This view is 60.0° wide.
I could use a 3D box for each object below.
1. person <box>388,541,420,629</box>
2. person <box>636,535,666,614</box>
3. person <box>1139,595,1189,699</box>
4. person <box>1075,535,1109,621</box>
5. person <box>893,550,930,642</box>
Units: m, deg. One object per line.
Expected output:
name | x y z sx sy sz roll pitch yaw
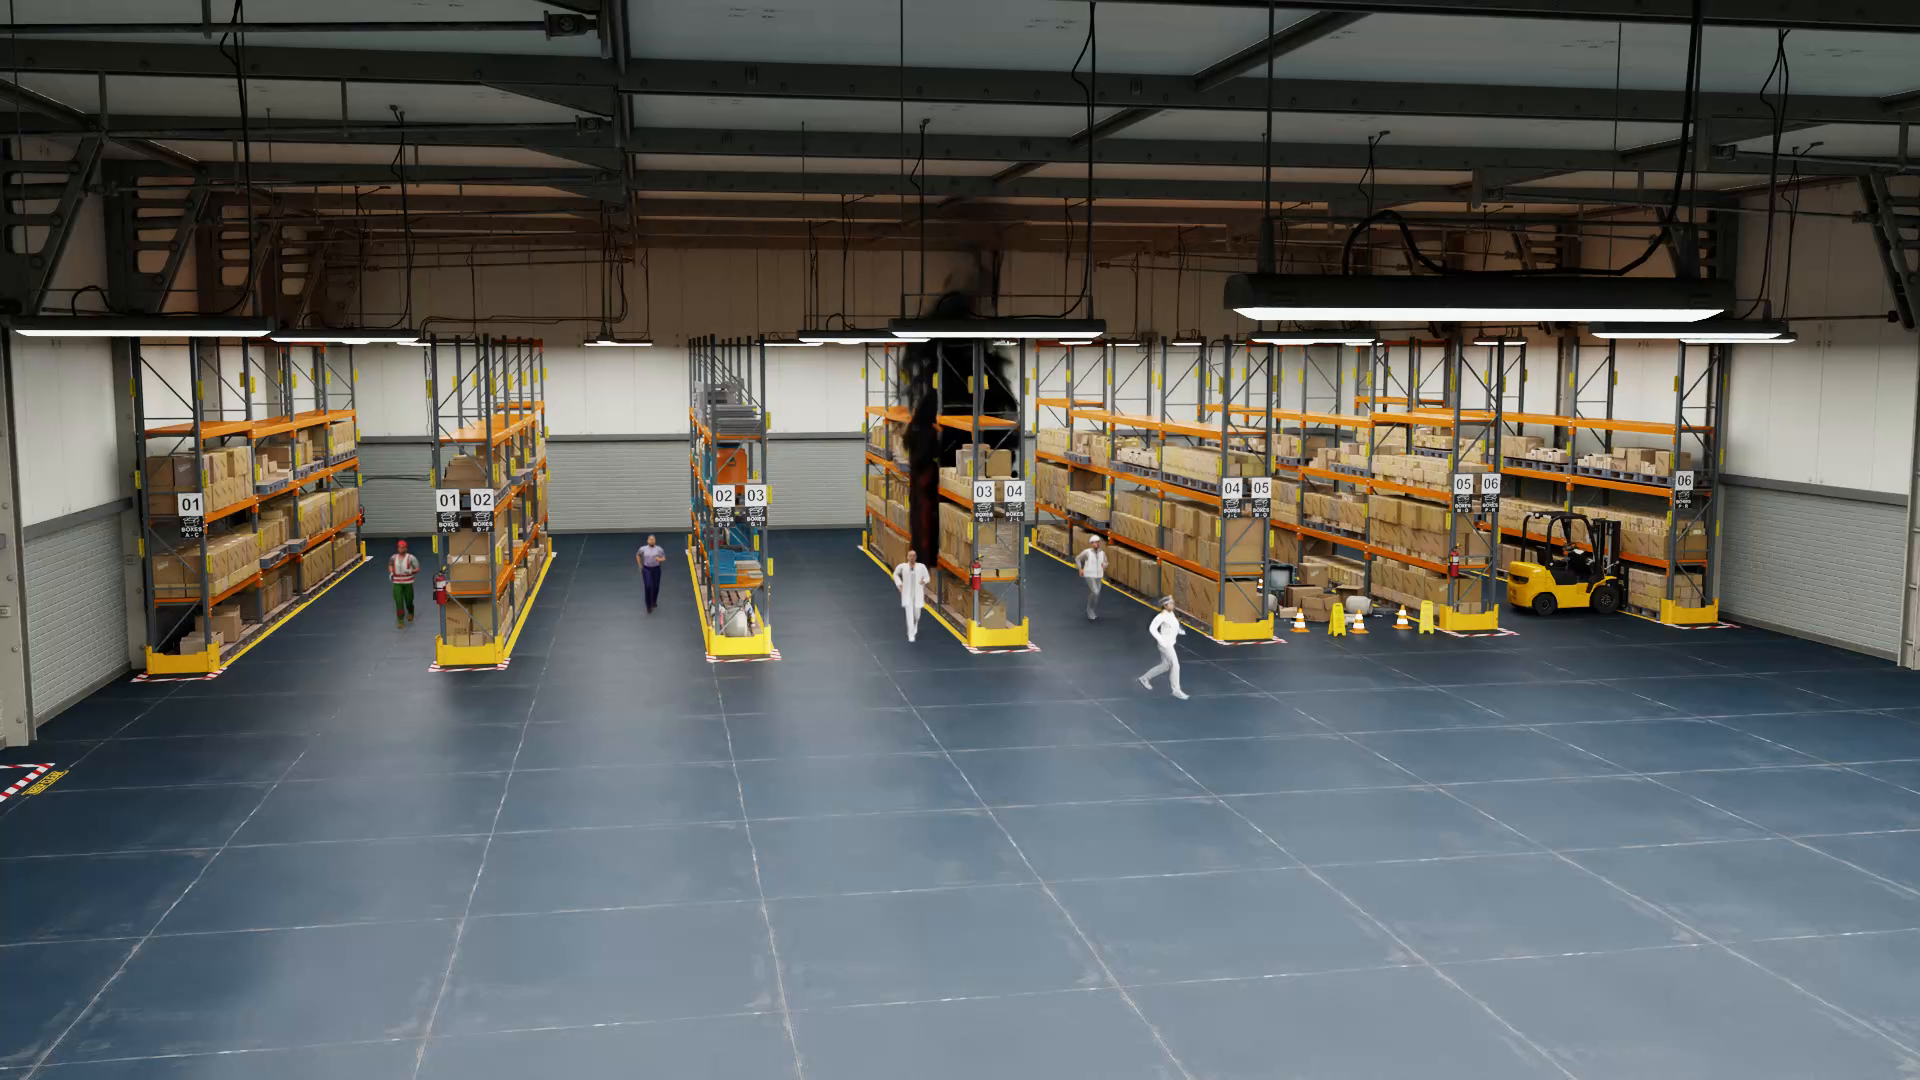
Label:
person | -11.437 0.894 34.161 0.654 1.762 0.977 -1 7 -8
person | -6.750 0.733 36.414 0.580 1.709 0.770 -2 7 -21
person | 3.390 1.746 27.459 0.842 1.710 0.603 3 7 23
person | 2.854 0.799 35.340 0.640 1.793 0.696 -3 7 -27
person | -0.941 1.077 32.656 0.720 1.751 1.023 -1 7 -7
